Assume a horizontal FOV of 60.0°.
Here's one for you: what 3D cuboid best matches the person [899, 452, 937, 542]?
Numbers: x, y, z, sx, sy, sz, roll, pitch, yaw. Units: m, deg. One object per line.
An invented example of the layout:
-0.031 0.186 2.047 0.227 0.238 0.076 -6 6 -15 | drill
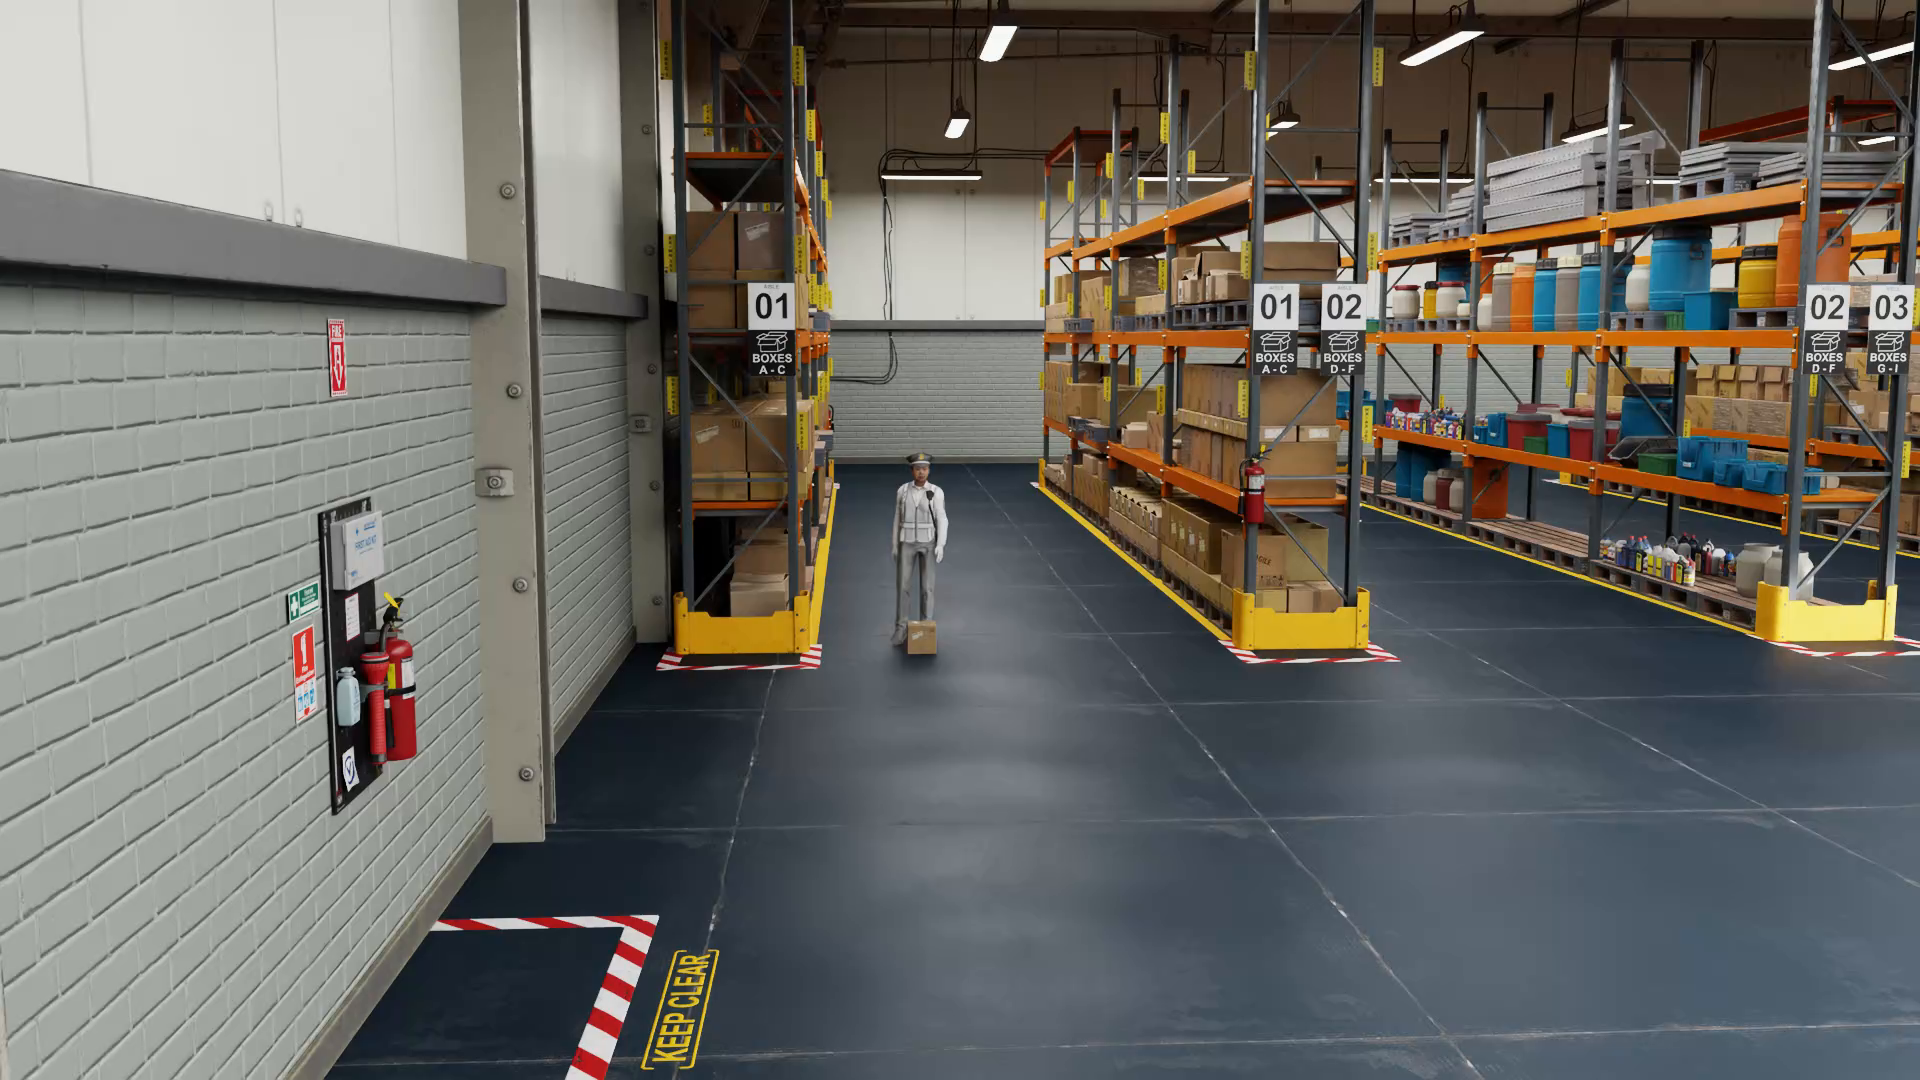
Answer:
-0.363 -0.382 14.920 0.374 0.816 0.348 1 7 5 | person
